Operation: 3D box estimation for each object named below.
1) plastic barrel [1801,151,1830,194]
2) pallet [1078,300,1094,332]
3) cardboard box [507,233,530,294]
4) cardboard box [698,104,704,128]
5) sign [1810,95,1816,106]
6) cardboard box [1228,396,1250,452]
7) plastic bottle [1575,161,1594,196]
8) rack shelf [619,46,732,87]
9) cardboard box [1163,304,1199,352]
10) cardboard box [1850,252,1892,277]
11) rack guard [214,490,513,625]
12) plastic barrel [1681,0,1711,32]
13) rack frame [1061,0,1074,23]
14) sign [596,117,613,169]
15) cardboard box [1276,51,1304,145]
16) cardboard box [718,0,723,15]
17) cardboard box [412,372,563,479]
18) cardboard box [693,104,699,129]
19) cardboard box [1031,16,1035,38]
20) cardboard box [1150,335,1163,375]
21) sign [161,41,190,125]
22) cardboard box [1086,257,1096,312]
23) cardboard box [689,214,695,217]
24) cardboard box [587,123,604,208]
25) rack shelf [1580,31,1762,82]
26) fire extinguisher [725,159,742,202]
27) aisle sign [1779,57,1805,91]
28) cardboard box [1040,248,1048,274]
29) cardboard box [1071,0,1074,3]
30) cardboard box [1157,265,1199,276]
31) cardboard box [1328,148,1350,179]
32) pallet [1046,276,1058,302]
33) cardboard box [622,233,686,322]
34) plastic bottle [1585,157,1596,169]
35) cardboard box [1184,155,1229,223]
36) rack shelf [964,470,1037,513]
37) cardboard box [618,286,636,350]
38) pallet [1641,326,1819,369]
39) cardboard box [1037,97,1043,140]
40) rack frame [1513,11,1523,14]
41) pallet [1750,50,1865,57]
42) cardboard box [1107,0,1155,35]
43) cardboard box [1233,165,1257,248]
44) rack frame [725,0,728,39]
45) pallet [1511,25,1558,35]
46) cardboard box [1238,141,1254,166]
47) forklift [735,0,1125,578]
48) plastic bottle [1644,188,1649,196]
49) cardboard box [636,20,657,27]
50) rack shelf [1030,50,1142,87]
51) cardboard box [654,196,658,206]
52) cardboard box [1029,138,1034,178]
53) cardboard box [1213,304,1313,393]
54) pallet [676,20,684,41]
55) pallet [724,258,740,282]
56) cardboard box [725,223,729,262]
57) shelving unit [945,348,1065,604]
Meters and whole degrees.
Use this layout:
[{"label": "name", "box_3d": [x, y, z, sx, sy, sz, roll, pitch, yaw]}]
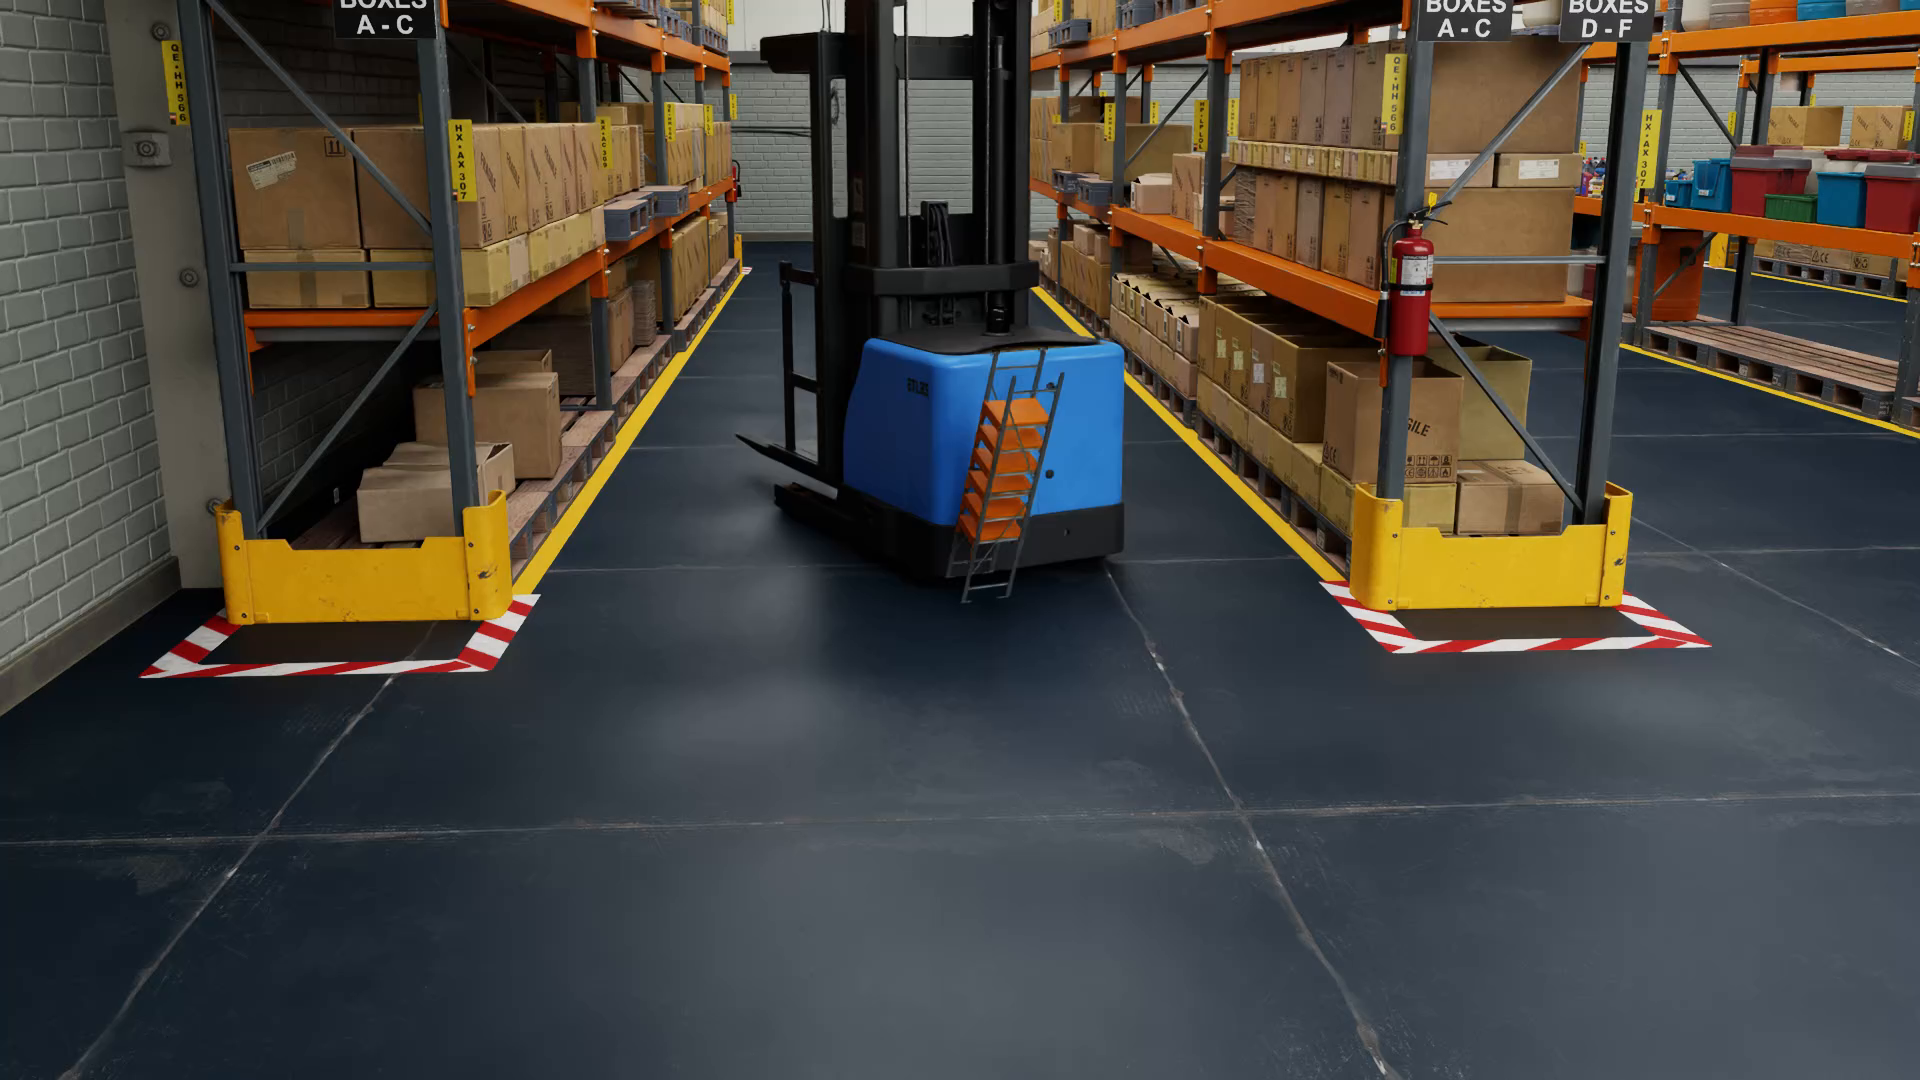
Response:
[{"label": "plastic barrel", "box_3d": [7.118, -2.961, 13.792, 0.421, 0.512, 0.421, 0, 14, 0]}, {"label": "pallet", "box_3d": [1.790, -2.328, 17.149, 1.003, 0.211, 1.213, -1, 14, -3]}, {"label": "cardboard box", "box_3d": [-2.337, -1.314, 7.876, 0.500, 0.250, 0.500, -1, 14, -5]}, {"label": "cardboard box", "box_3d": [-3.036, -4.560, 17.885, 0.500, 0.250, 0.500, -1, 14, -2]}, {"label": "sign", "box_3d": [11.806, -6.011, 23.070, 0.100, 0.325, 0.005, -1, 14, -3]}, {"label": "cardboard box", "box_3d": [1.897, -0.697, 9.892, 0.500, 0.250, 0.500, -1, 14, -3]}, {"label": "plastic bottle", "box_3d": [6.325, -3.659, 16.828, 0.144, 0.351, 0.185, -1, 14, -3]}, {"label": "rack shelf", "box_3d": [-3.444, -5.708, 20.116, 1.077, 0.370, 4.000, -1, 14, -3]}, {"label": "cardboard box", "box_3d": [1.769, -1.563, 12.132, 0.500, 0.311, 0.500, 0, 14, -2]}, {"label": "cardboard box", "box_3d": [11.550, -3.676, 20.214, 0.875, 0.875, 0.875, -1, 14, -3]}, {"label": "rack guard", "box_3d": [-2.582, 0.070, 7.253, 1.175, 0.500, 0.348, -1, 14, -3]}, {"label": "plastic barrel", "box_3d": [6.529, -4.689, 14.489, 0.421, 0.512, 0.421, 0, 14, 0]}, {"label": "rack frame", "box_3d": [1.623, -7.089, 18.020, 1.000, 3.000, 0.127, -1, 14, -3]}, {"label": "sign", "box_3d": [-2.284, -2.546, 10.666, 0.100, 0.325, 0.005, -1, 14, -3]}, {"label": "cardboard box", "box_3d": [2.216, -2.511, 9.460, 0.700, 0.500, 0.500, -1, 14, -3]}, {"label": "cardboard box", "box_3d": [-3.231, -6.794, 20.644, 0.500, 0.500, 0.500, 0, 14, -2]}, {"label": "cardboard box", "box_3d": [-2.561, -0.623, 9.062, 0.700, 0.500, 0.500, -2, 15, -7]}, {"label": "cardboard box", "box_3d": [-3.014, -4.432, 17.390, 0.500, 0.250, 0.500, -1, 14, -2]}, {"label": "cardboard box", "box_3d": [1.171, -6.545, 21.221, 0.500, 0.250, 0.500, -1, 14, -3]}, {"label": "cardboard box", "box_3d": [1.742, -1.418, 12.692, 0.500, 0.250, 0.500, -1, 14, -2]}, {"label": "sign", "box_3d": [-3.132, -1.832, 6.670, 0.100, 0.325, 0.005, -1, 14, -3]}, {"label": "cardboard box", "box_3d": [1.547, -2.549, 16.548, 0.500, 0.500, 0.500, -1, 14, -5]}, {"label": "cardboard box", "box_3d": [-3.585, -4.075, 21.218, 0.380, 0.149, 0.250, -1, 14, -3]}, {"label": "cardboard box", "box_3d": [-2.487, -2.304, 10.218, 0.500, 0.500, 0.500, -1, 14, -4]}, {"label": "rack shelf", "box_3d": [6.691, -4.866, 16.844, 1.077, 0.370, 4.000, -1, 14, -3]}, {"label": "fire extinguisher", "box_3d": [-3.117, -4.928, 22.563, 0.296, 0.674, 0.183, -1, 14, -3]}, {"label": "aisle sign", "box_3d": [11.558, -6.612, 22.988, 0.394, 0.787, 0.004, -1, 14, -3]}, {"label": "cardboard box", "box_3d": [1.258, -3.419, 20.307, 0.500, 0.311, 0.500, -1, 14, -3]}, {"label": "cardboard box", "box_3d": [1.555, -6.290, 18.725, 0.700, 0.500, 0.500, -1, 14, -3]}, {"label": "cardboard box", "box_3d": [2.128, -2.309, 15.615, 0.500, 0.500, 0.500, 0, 14, -1]}, {"label": "cardboard box", "box_3d": [2.089, -1.911, 8.430, 0.380, 0.149, 0.250, 0, 14, -2]}, {"label": "pallet", "box_3d": [1.582, -3.004, 19.779, 1.003, 0.211, 1.213, -1, 14, -3]}, {"label": "cardboard box", "box_3d": [-2.987, -2.459, 15.535, 0.750, 0.750, 0.750, -1, 14, -4]}, {"label": "plastic bottle", "box_3d": [6.819, -3.964, 18.011, 0.144, 0.351, 0.185, -1, 14, -3]}, {"label": "cardboard box", "box_3d": [2.024, -2.690, 12.759, 0.500, 0.500, 0.500, -1, 14, -3]}, {"label": "rack shelf", "box_3d": [0.174, -0.222, 7.200, 0.258, 0.103, 0.180, -7, 40, -24]}, {"label": "cardboard box", "box_3d": [-3.060, -1.806, 13.659, 0.700, 0.500, 0.500, -1, 14, -4]}, {"label": "pallet", "box_3d": [6.825, -1.721, 14.791, 1.003, 0.211, 1.213, -1, 14, -3]}, {"label": "cardboard box", "box_3d": [1.238, -5.216, 20.573, 0.500, 0.500, 0.500, -1, 14, -4]}, {"label": "rack frame", "box_3d": [6.567, -7.165, 18.314, 1.000, 3.000, 0.127, -1, 14, -3]}, {"label": "pallet", "box_3d": [11.319, -6.556, 22.146, 1.003, 0.211, 1.213, -1, 14, -3]}, {"label": "cardboard box", "box_3d": [1.811, -4.798, 14.935, 0.910, 0.500, 0.500, -1, 14, -3]}, {"label": "cardboard box", "box_3d": [2.153, -2.132, 10.594, 0.700, 0.500, 0.500, -1, 14, -5]}, {"label": "rack frame", "box_3d": [-3.568, -8.007, 21.586, 1.000, 3.000, 0.127, -1, 14, -3]}, {"label": "pallet", "box_3d": [6.714, -5.427, 17.959, 1.213, 0.211, 1.003, -1, 14, -3]}, {"label": "cardboard box", "box_3d": [1.958, -2.425, 10.428, 0.380, 0.149, 0.250, -1, 14, -3]}, {"label": "forklift", "box_3d": [-0.356, -1.564, 8.722, 1.130, 2.935, 3.031, -8, 16, -28]}, {"label": "plastic bottle", "box_3d": [7.025, -3.662, 16.989, 0.152, 0.276, 0.135, -1, 14, -3]}, {"label": "cardboard box", "box_3d": [-2.759, -4.356, 13.556, 0.500, 0.311, 0.500, -1, 14, -3]}, {"label": "rack shelf", "box_3d": [1.499, -5.786, 20.417, 1.077, 0.370, 4.000, -1, 14, -3]}, {"label": "cardboard box", "box_3d": [-2.862, -3.085, 14.961, 0.380, 0.149, 0.250, -1, 14, -4]}, {"label": "cardboard box", "box_3d": [1.177, -4.984, 21.679, 0.500, 0.500, 0.500, -1, 14, -4]}, {"label": "cardboard box", "box_3d": [1.874, -1.185, 10.282, 0.500, 0.500, 0.500, -1, 14, -3]}, {"label": "pallet", "box_3d": [-3.238, -4.910, 15.950, 1.003, 0.211, 1.213, 0, 14, -1]}, {"label": "pallet", "box_3d": [-3.441, -3.553, 21.913, 1.003, 0.211, 1.213, -1, 14, -3]}, {"label": "cardboard box", "box_3d": [-3.425, -3.922, 21.922, 0.700, 0.500, 0.500, -1, 14, -3]}, {"label": "shelving unit", "box_3d": [0.182, -0.257, 7.173, 0.258, 1.200, 0.189, -7, 40, -24]}]
